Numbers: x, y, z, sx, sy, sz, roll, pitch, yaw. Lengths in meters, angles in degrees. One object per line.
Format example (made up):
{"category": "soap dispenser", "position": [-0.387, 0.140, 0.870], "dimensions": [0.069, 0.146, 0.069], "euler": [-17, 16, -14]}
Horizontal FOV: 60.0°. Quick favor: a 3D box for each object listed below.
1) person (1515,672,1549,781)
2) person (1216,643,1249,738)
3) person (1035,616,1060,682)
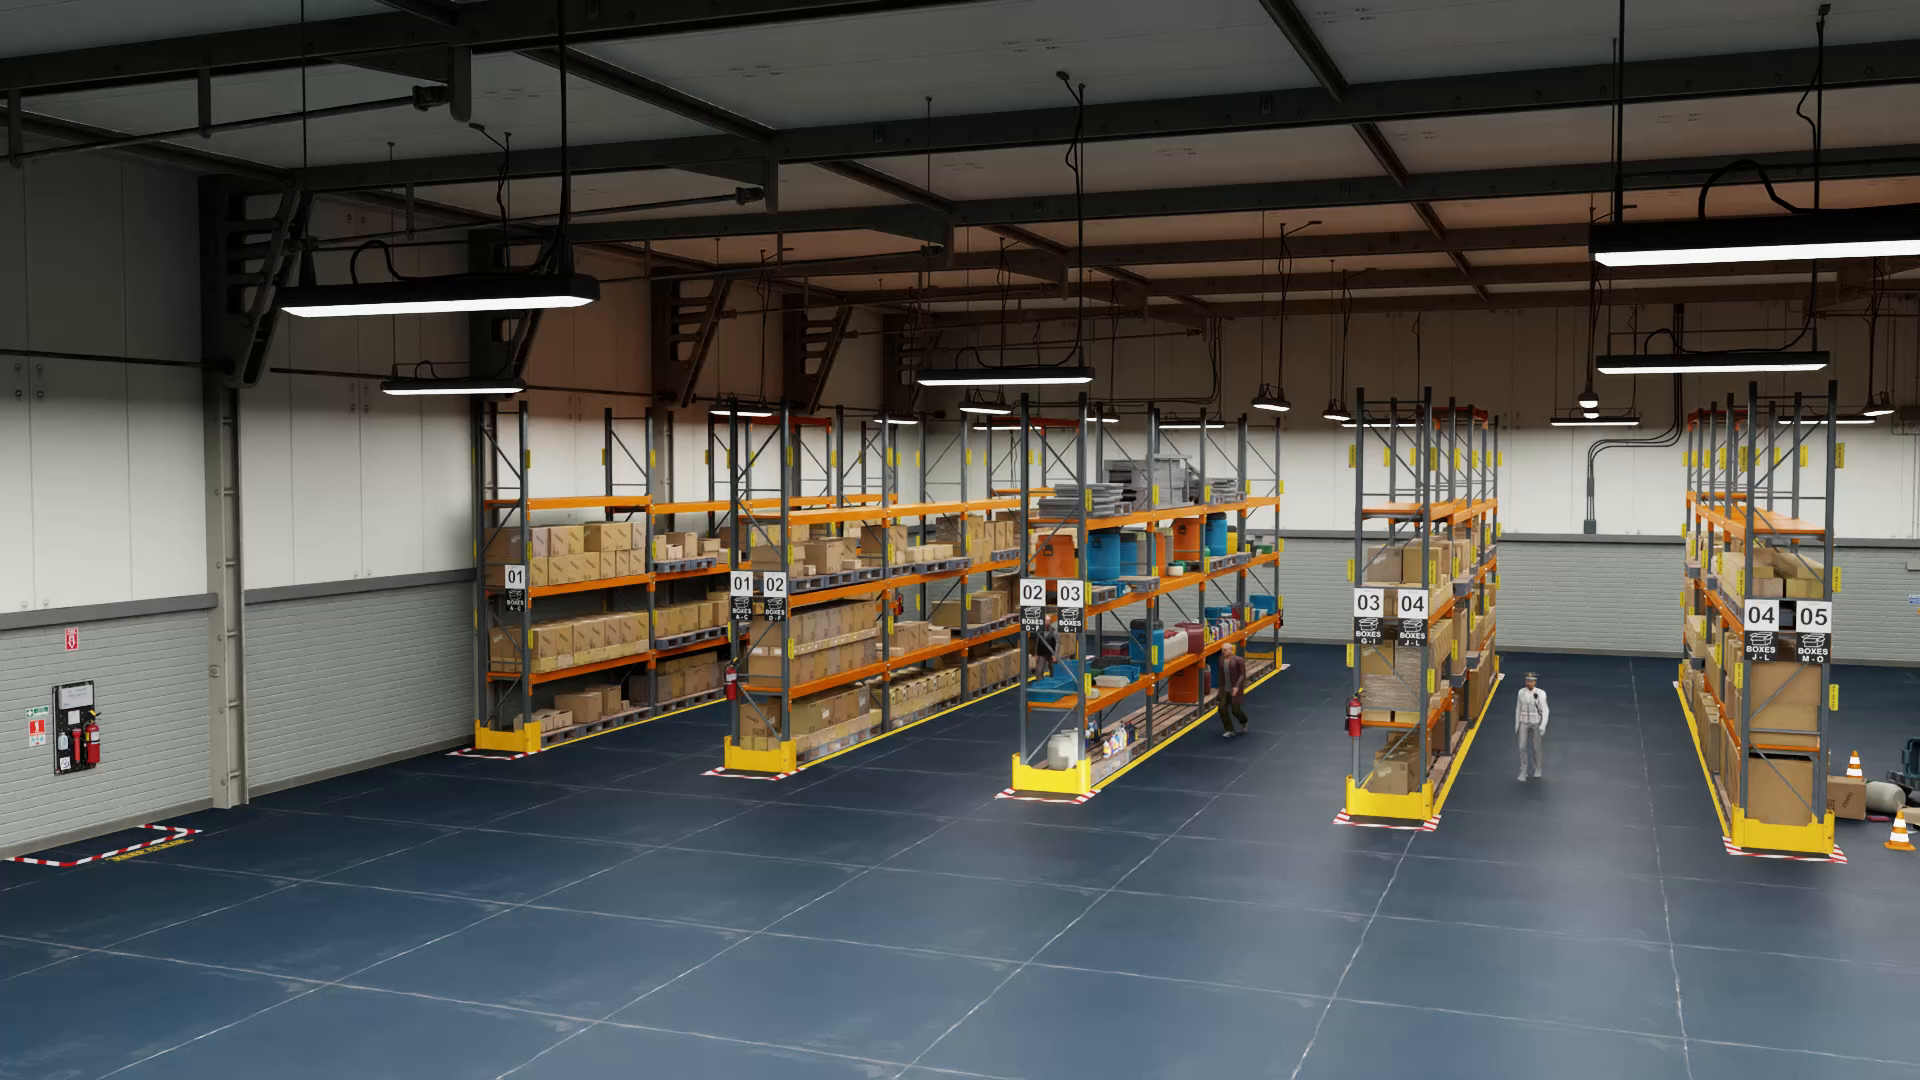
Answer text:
{"category": "person", "position": [8.939, 2.913, 26.025], "dimensions": [0.539, 1.695, 0.599], "euler": [2, 3, 37]}
{"category": "person", "position": [4.928, 2.696, 30.134], "dimensions": [0.620, 1.695, 0.849], "euler": [2, 3, 34]}
{"category": "person", "position": [1.826, 2.436, 35.043], "dimensions": [0.581, 1.653, 1.058], "euler": [1, 3, 12]}
